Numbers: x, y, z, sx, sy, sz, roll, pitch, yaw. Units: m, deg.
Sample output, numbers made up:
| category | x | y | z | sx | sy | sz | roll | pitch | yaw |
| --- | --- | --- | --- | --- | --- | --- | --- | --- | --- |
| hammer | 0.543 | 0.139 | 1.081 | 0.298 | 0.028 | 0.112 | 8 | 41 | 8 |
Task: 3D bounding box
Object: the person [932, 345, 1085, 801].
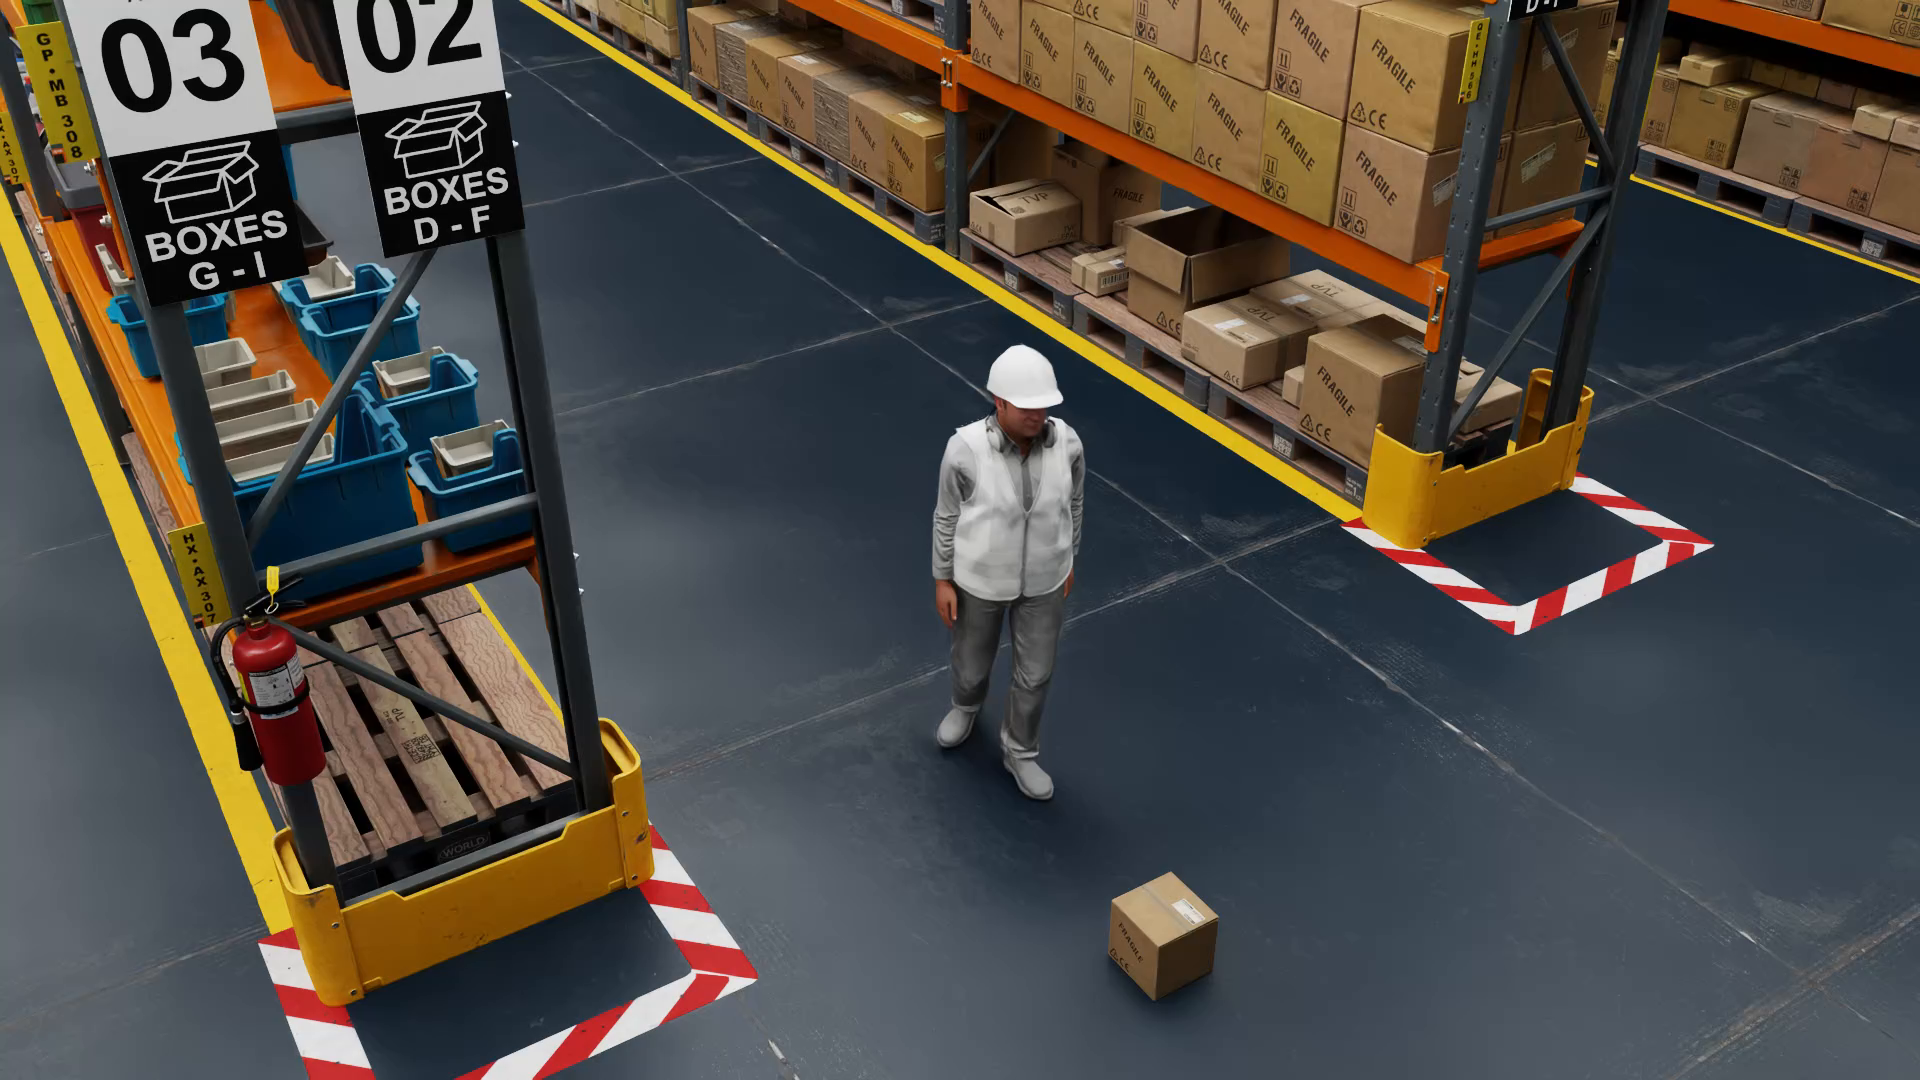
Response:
| category | x | y | z | sx | sy | sz | roll | pitch | yaw |
| --- | --- | --- | --- | --- | --- | --- | --- | --- | --- |
| person | 0.166 | 0.096 | 5.958 | 0.562 | 1.774 | 0.596 | -7 | 33 | -11 |
